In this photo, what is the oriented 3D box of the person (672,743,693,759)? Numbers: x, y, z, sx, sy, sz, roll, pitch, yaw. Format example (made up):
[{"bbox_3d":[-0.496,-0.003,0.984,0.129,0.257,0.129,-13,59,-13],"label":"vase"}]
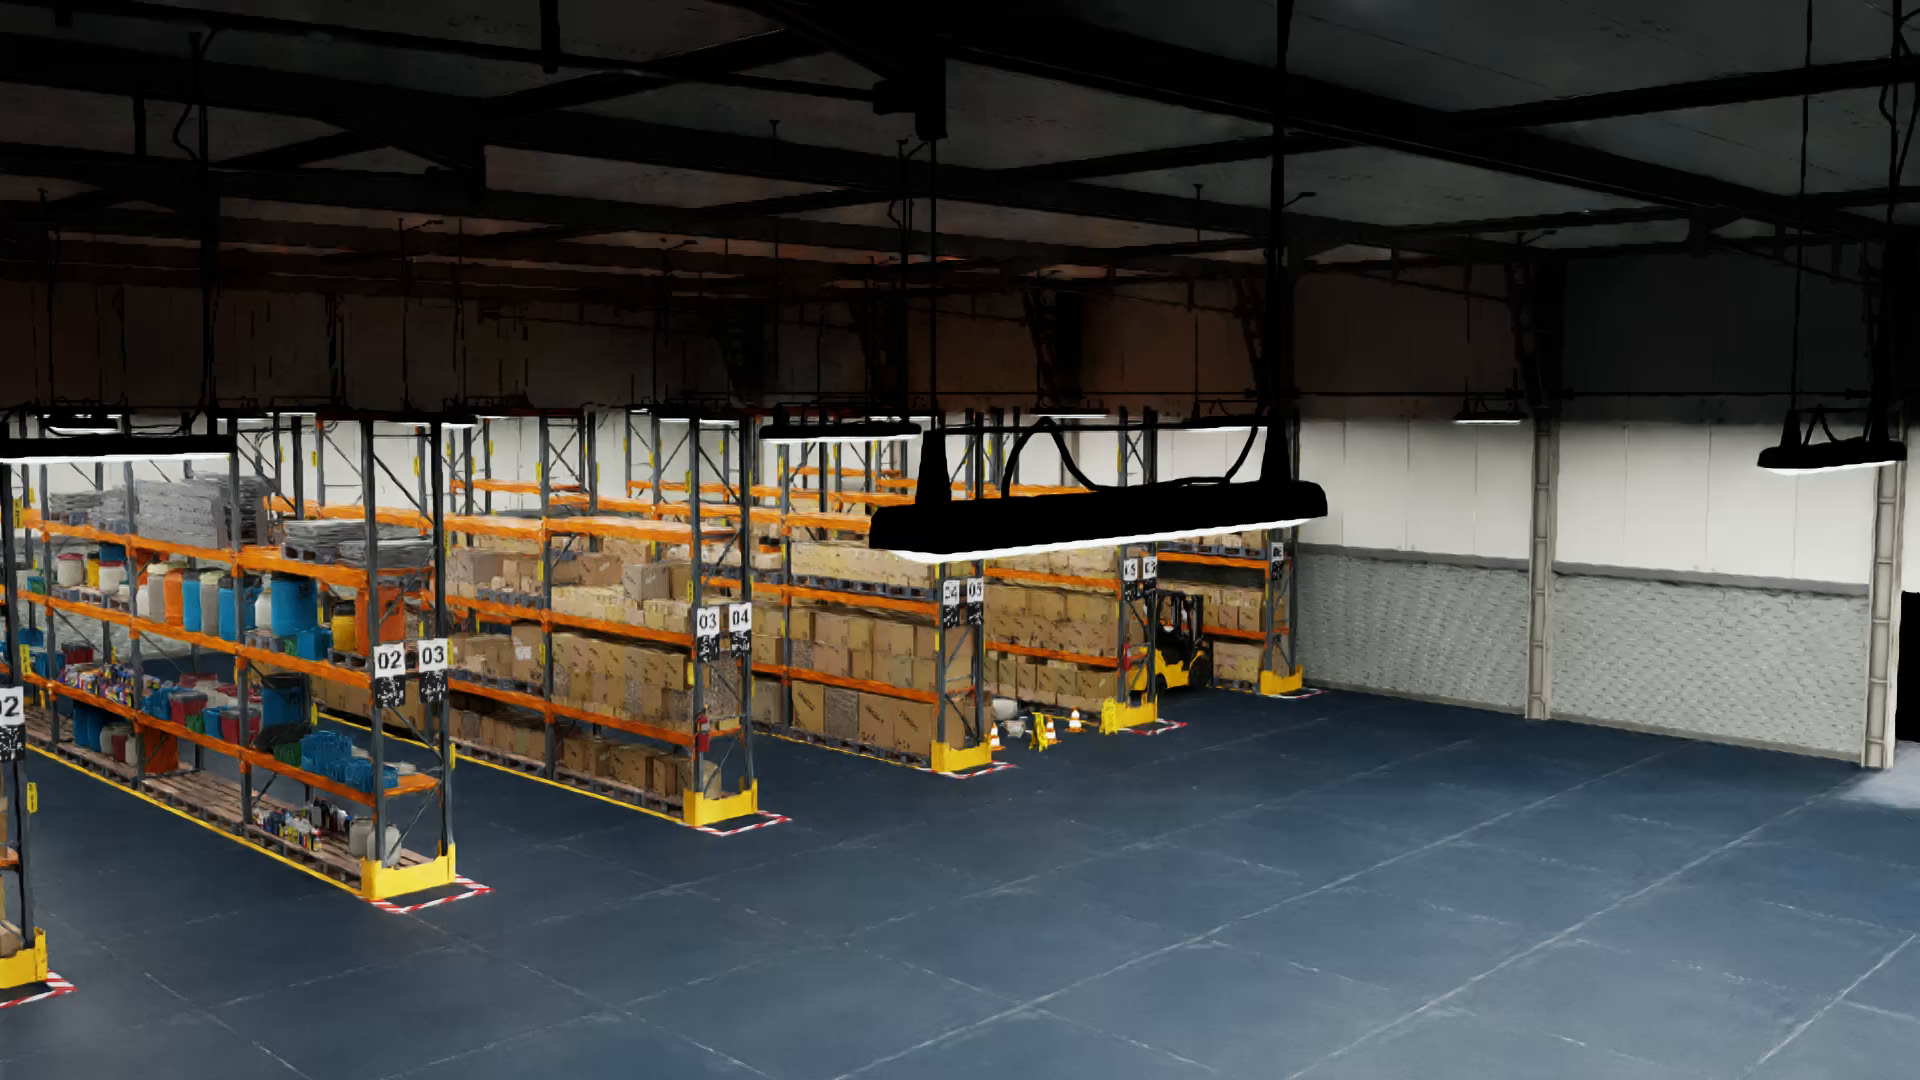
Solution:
[{"bbox_3d":[-4.596,3.023,28.178,1.089,1.590,0.488,5,7,42],"label":"person"}]

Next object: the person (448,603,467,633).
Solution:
[{"bbox_3d":[-12.509,1.836,41.491,0.512,1.660,0.537,-1,5,-9],"label":"person"}]
